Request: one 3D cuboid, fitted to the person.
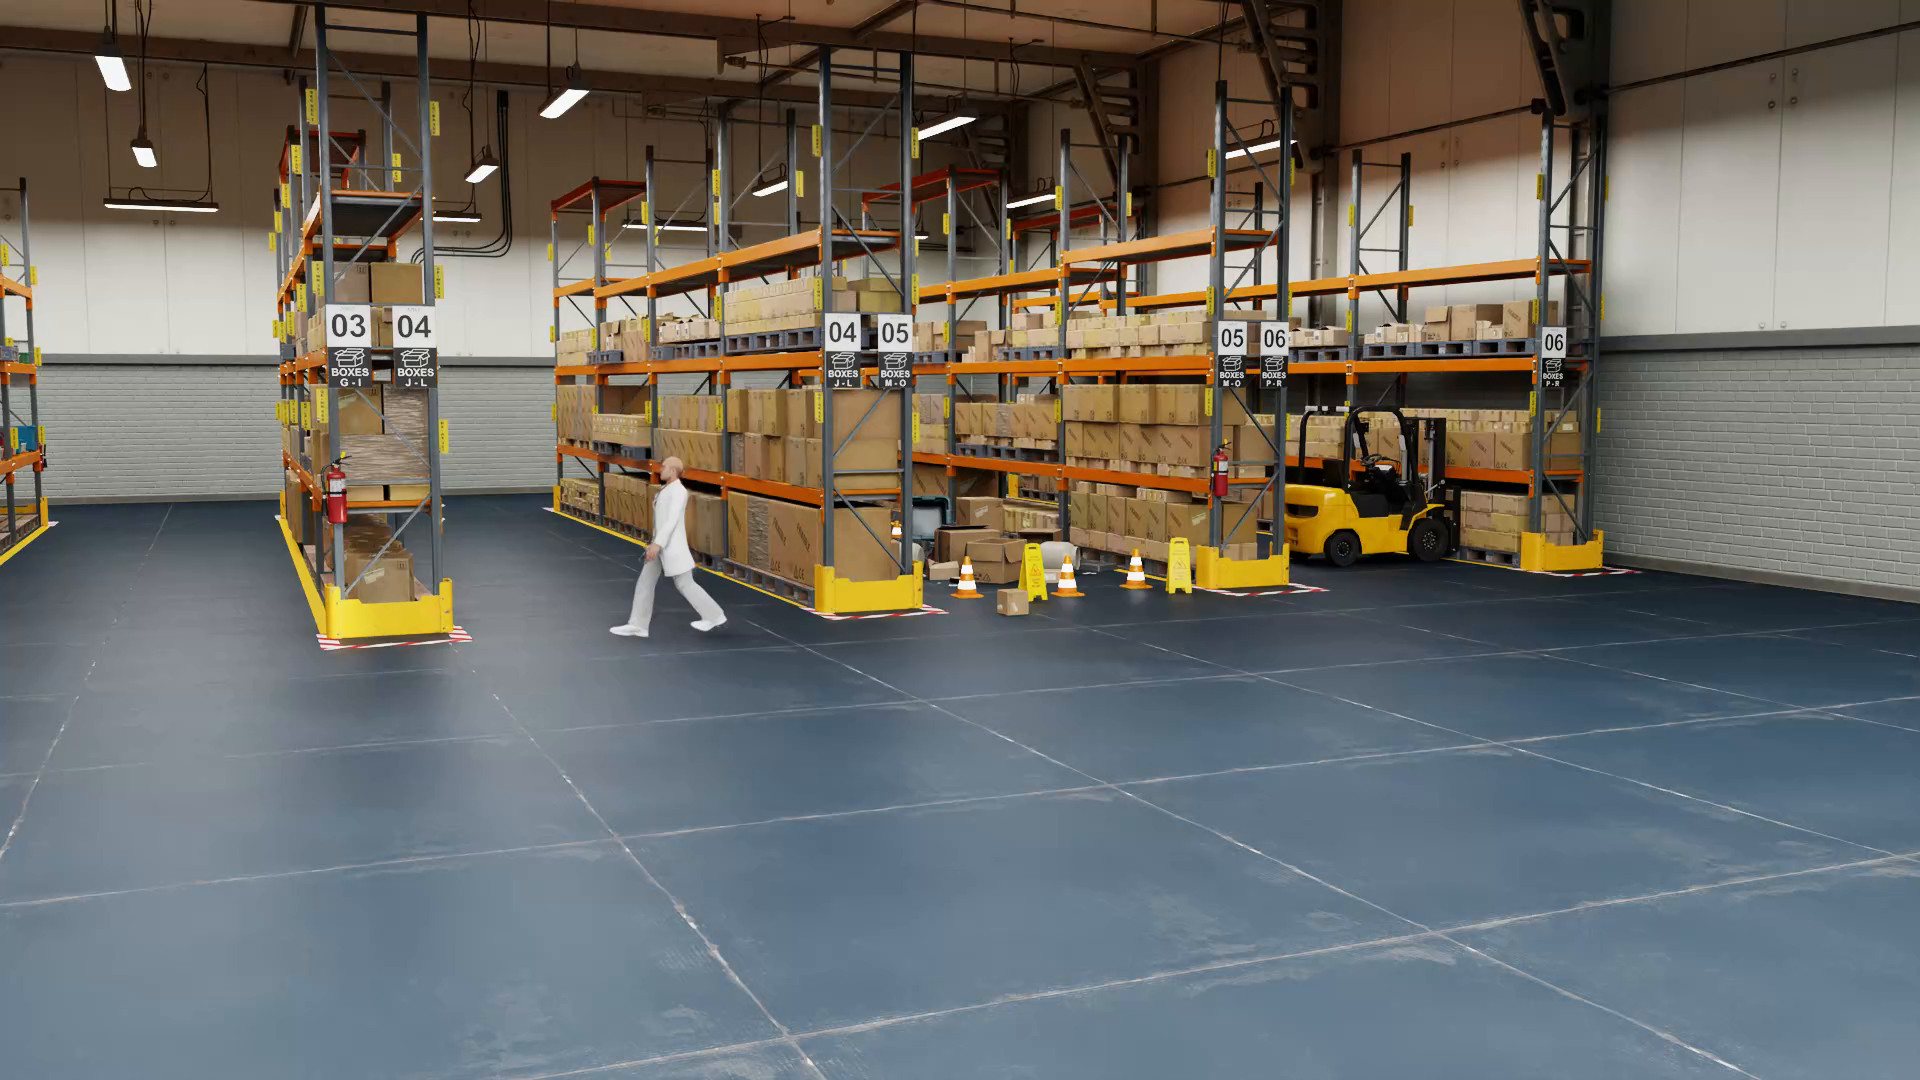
[{"bbox_3d":[-2.802,0.067,15.986,1.118,1.730,0.556,-3,6,-28],"label":"person"}]
